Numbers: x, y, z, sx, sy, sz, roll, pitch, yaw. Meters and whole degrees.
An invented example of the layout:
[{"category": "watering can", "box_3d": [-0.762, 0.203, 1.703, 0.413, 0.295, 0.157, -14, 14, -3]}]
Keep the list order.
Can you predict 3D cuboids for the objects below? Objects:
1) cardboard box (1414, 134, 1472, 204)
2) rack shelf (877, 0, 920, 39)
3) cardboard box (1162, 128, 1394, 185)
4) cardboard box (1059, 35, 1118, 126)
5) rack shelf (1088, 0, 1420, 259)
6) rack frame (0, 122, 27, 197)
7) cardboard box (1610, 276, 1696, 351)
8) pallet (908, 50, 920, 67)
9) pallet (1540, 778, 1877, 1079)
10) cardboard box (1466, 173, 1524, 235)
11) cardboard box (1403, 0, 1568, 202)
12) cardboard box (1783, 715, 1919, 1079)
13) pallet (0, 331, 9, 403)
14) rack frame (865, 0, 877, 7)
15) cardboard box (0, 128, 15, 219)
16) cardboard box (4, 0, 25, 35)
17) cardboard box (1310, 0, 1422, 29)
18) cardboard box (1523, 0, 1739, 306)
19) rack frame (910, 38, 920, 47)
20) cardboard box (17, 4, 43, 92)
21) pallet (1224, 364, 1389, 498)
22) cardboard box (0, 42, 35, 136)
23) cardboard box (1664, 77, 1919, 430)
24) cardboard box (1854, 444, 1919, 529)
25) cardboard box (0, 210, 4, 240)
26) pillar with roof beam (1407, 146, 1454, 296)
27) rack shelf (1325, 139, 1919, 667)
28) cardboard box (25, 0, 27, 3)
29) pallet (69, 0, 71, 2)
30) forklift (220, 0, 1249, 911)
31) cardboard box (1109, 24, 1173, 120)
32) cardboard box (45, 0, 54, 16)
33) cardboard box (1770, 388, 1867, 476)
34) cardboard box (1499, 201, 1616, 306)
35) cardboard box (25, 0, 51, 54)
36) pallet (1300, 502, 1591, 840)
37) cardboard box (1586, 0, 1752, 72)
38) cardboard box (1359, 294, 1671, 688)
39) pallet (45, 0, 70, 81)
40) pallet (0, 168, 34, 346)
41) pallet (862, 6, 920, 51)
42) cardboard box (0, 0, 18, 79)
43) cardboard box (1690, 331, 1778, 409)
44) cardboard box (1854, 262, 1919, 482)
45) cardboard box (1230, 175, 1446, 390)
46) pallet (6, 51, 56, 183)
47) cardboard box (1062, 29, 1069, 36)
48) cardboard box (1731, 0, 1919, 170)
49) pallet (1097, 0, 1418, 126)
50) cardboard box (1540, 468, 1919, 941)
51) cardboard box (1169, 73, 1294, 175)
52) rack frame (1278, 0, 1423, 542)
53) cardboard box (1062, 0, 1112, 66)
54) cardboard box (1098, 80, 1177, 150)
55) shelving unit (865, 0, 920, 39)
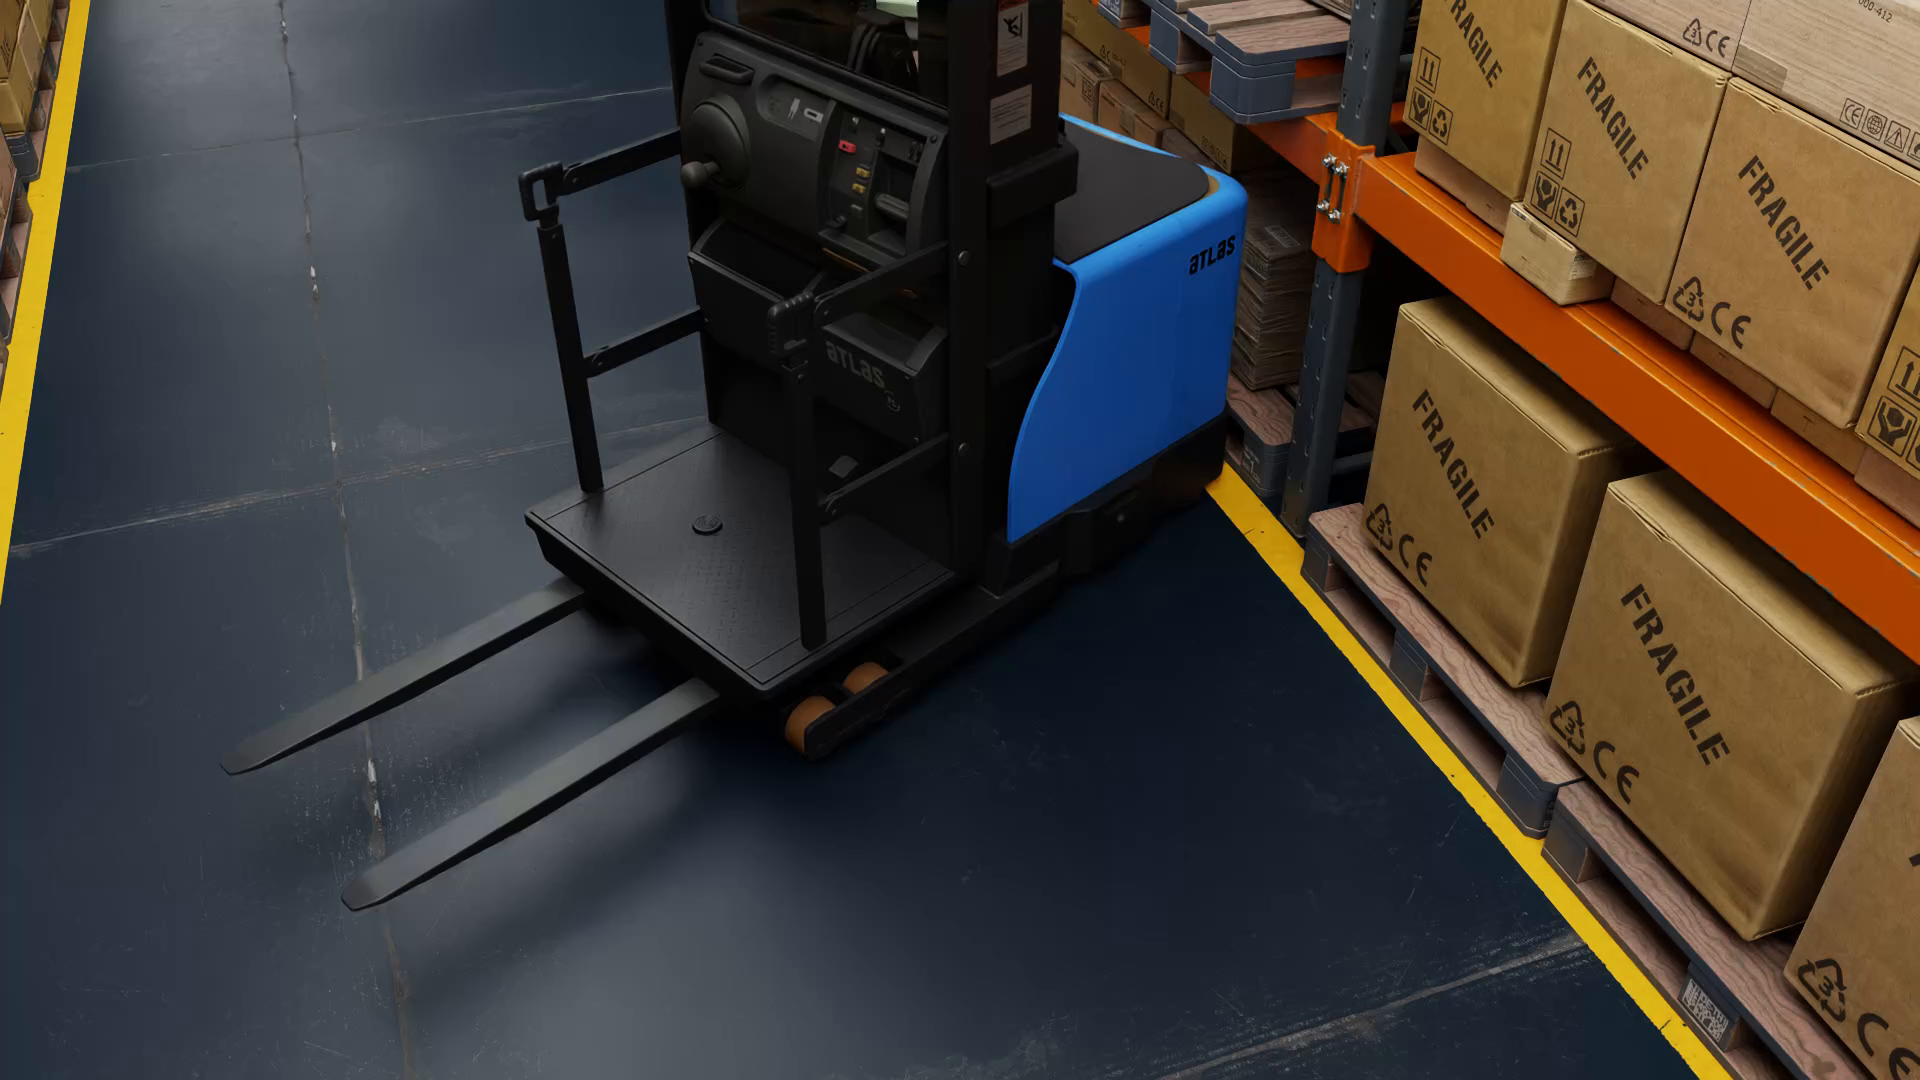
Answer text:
[{"category": "cardboard box", "box_3d": [1.409, -1.005, 4.284, 0.380, 0.149, 0.250, -13, 39, -17]}, {"category": "rack shelf", "box_3d": [0.002, -1.805, 5.751, 0.431, 0.370, 0.720, 12, 39, 15]}, {"category": "cardboard box", "box_3d": [1.148, -1.220, 6.088, 0.700, 0.500, 0.500, -13, 39, -16]}, {"category": "cardboard box", "box_3d": [0.768, -1.778, 6.829, 0.700, 0.500, 0.500, -12, 39, -15]}, {"category": "rack shelf", "box_3d": [0.825, -2.174, 6.241, 1.077, 0.370, 4.000, -12, 39, -16]}, {"category": "rack frame", "box_3d": [-4.513, -2.563, 6.160, 1.000, 3.000, 0.127, -12, 39, -16]}, {"category": "cardboard box", "box_3d": [1.702, -0.577, 3.715, 0.380, 0.149, 0.250, -13, 39, -16]}, {"category": "pallet", "box_3d": [0.406, -2.038, 7.780, 1.003, 0.211, 1.213, -12, 39, -16]}, {"category": "pallet", "box_3d": [2.130, 0.931, 3.838, 1.003, 0.211, 1.213, -12, 39, -16]}, {"category": "cardboard box", "box_3d": [1.488, -0.861, 4.092, 0.380, 0.149, 0.250, -12, 39, -15]}, {"category": "cardboard box", "box_3d": [1.440, -1.171, 3.964, 0.500, 0.500, 0.500, -11, 38, -15]}, {"category": "cardboard box", "box_3d": [2.235, 0.777, 3.163, 0.750, 0.750, 0.750, -11, 38, -15]}, {"category": "pallet", "box_3d": [-3.799, -0.351, 5.541, 1.003, 0.211, 1.213, -12, 39, -16]}, {"category": "rack frame", "box_3d": [-0.117, -1.285, 5.709, 0.400, 1.500, 0.023, 12, 39, 15]}, {"category": "cardboard box", "box_3d": [-4.098, -1.459, 6.630, 0.500, 0.250, 0.500, -13, 39, -16]}, {"category": "cardboard box", "box_3d": [-4.558, -2.540, 7.442, 0.500, 0.500, 0.500, -12, 39, -16]}, {"category": "cardboard box", "box_3d": [1.342, -1.811, 4.712, 0.700, 0.500, 0.500, -17, 40, -21]}, {"category": "cardboard box", "box_3d": [1.612, -0.873, 3.569, 0.500, 0.500, 0.500, -11, 38, -14]}, {"category": "rack frame", "box_3d": [0.137, -3.591, 7.525, 1.000, 3.000, 0.127, -12, 39, -16]}, {"category": "cardboard box", "box_3d": [-4.555, -2.241, 7.669, 0.500, 0.250, 0.500, -12, 39, -16]}, {"category": "pallet", "box_3d": [1.246, -0.660, 5.950, 1.003, 0.211, 1.213, -12, 39, -16]}, {"category": "cardboard box", "box_3d": [-4.388, -1.958, 7.292, 0.500, 0.250, 0.500, -12, 39, -16]}, {"category": "cardboard box", "box_3d": [1.781, -0.593, 3.197, 0.500, 0.500, 0.500, -13, 39, -16]}, {"category": "cardboard box", "box_3d": [1.947, -0.141, 3.136, 0.380, 0.149, 0.250, -12, 39, -16]}, {"category": "cardboard box", "box_3d": [-3.926, -1.173, 6.250, 0.500, 0.250, 0.500, -13, 39, -17]}, {"category": "pillar with roof beam", "box_3d": [-2.164, -3.750, 2.749, 9.100, 9.000, 0.400, -12, 39, -16]}, {"category": "rack shelf", "box_3d": [2.201, 0.086, 3.241, 1.077, 0.370, 4.000, -12, 39, -16]}, {"category": "cardboard box", "box_3d": [-4.723, -2.824, 7.819, 0.500, 0.500, 0.500, -12, 39, -16]}, {"category": "pallet", "box_3d": [-5.587, -3.286, 9.437, 1.003, 0.211, 1.213, -12, 39, -16]}, {"category": "forklift", "box_3d": [-0.538, -0.937, 4.058, 3.031, 2.935, 1.130, -31, 47, -34]}, {"category": "cardboard box", "box_3d": [0.897, -1.829, 6.273, 0.500, 0.250, 0.500, -13, 39, -16]}, {"category": "cardboard box", "box_3d": [-4.900, -2.806, 8.418, 0.500, 0.250, 0.500, -12, 39, -16]}, {"category": "cardboard box", "box_3d": [1.878, -0.284, 3.326, 0.380, 0.149, 0.250, -12, 39, -15]}, {"category": "cardboard box", "box_3d": [1.500, -0.693, 3.870, 0.380, 0.149, 0.250, -11, 38, -15]}, {"category": "cardboard box", "box_3d": [-4.723, -2.525, 8.045, 0.500, 0.250, 0.500, -12, 39, -16]}, {"category": "pallet", "box_3d": [1.714, 0.243, 4.752, 1.003, 0.211, 1.213, -12, 39, -16]}, {"category": "cardboard box", "box_3d": [1.613, -1.185, 3.359, 0.500, 0.250, 0.500, -13, 39, -17]}, {"category": "cardboard box", "box_3d": [1.643, -0.198, 4.458, 0.750, 0.750, 0.750, -13, 39, -17]}, {"category": "pallet", "box_3d": [-5.171, -2.598, 8.524, 1.003, 0.211, 1.213, -12, 39, -16]}, {"category": "pallet", "box_3d": [-4.223, -1.042, 6.457, 1.003, 0.211, 1.213, -12, 39, -16]}, {"category": "pallet", "box_3d": [-0.128, -2.849, 8.858, 1.003, 0.211, 1.213, -12, 39, -16]}, {"category": "cardboard box", "box_3d": [-4.379, -2.259, 7.069, 0.500, 0.500, 0.500, -12, 39, -16]}, {"category": "cardboard box", "box_3d": [1.799, -0.432, 3.523, 0.380, 0.149, 0.250, -12, 39, -15]}, {"category": "cardboard box", "box_3d": [1.968, -0.300, 2.808, 0.500, 0.500, 0.500, -11, 38, -15]}, {"category": "cardboard box", "box_3d": [1.216, -0.905, 5.670, 0.700, 0.500, 0.500, -12, 39, -15]}, {"category": "pallet", "box_3d": [-4.747, -1.908, 7.607, 1.003, 0.211, 1.213, -12, 39, -16]}, {"category": "cardboard box", "box_3d": [0.631, -2.075, 7.223, 0.700, 0.500, 0.500, -13, 39, -17]}, {"category": "cardboard box", "box_3d": [1.789, -0.903, 2.985, 0.500, 0.250, 0.500, -12, 39, -16]}, {"category": "pallet", "box_3d": [1.168, -1.635, 5.088, 1.213, 0.211, 1.003, -12, 39, -16]}, {"category": "cardboard box", "box_3d": [1.939, 0.298, 3.799, 0.750, 0.750, 0.750, -13, 39, -16]}, {"category": "cardboard box", "box_3d": [1.079, -1.539, 5.889, 0.500, 0.250, 0.500, -12, 39, -15]}, {"category": "rack frame", "box_3d": [1.513, -1.332, 4.525, 1.000, 3.000, 0.127, -12, 39, -16]}, {"category": "cardboard box", "box_3d": [0.743, -2.114, 6.653, 0.500, 0.250, 0.500, -14, 39, -17]}, {"category": "cardboard box", "box_3d": [0.951, -1.495, 6.453, 0.700, 0.500, 0.500, -13, 39, -16]}, {"category": "shelving unit", "box_3d": [0.002, -1.493, 5.986, 0.431, 1.500, 0.755, 12, 39, 15]}]
